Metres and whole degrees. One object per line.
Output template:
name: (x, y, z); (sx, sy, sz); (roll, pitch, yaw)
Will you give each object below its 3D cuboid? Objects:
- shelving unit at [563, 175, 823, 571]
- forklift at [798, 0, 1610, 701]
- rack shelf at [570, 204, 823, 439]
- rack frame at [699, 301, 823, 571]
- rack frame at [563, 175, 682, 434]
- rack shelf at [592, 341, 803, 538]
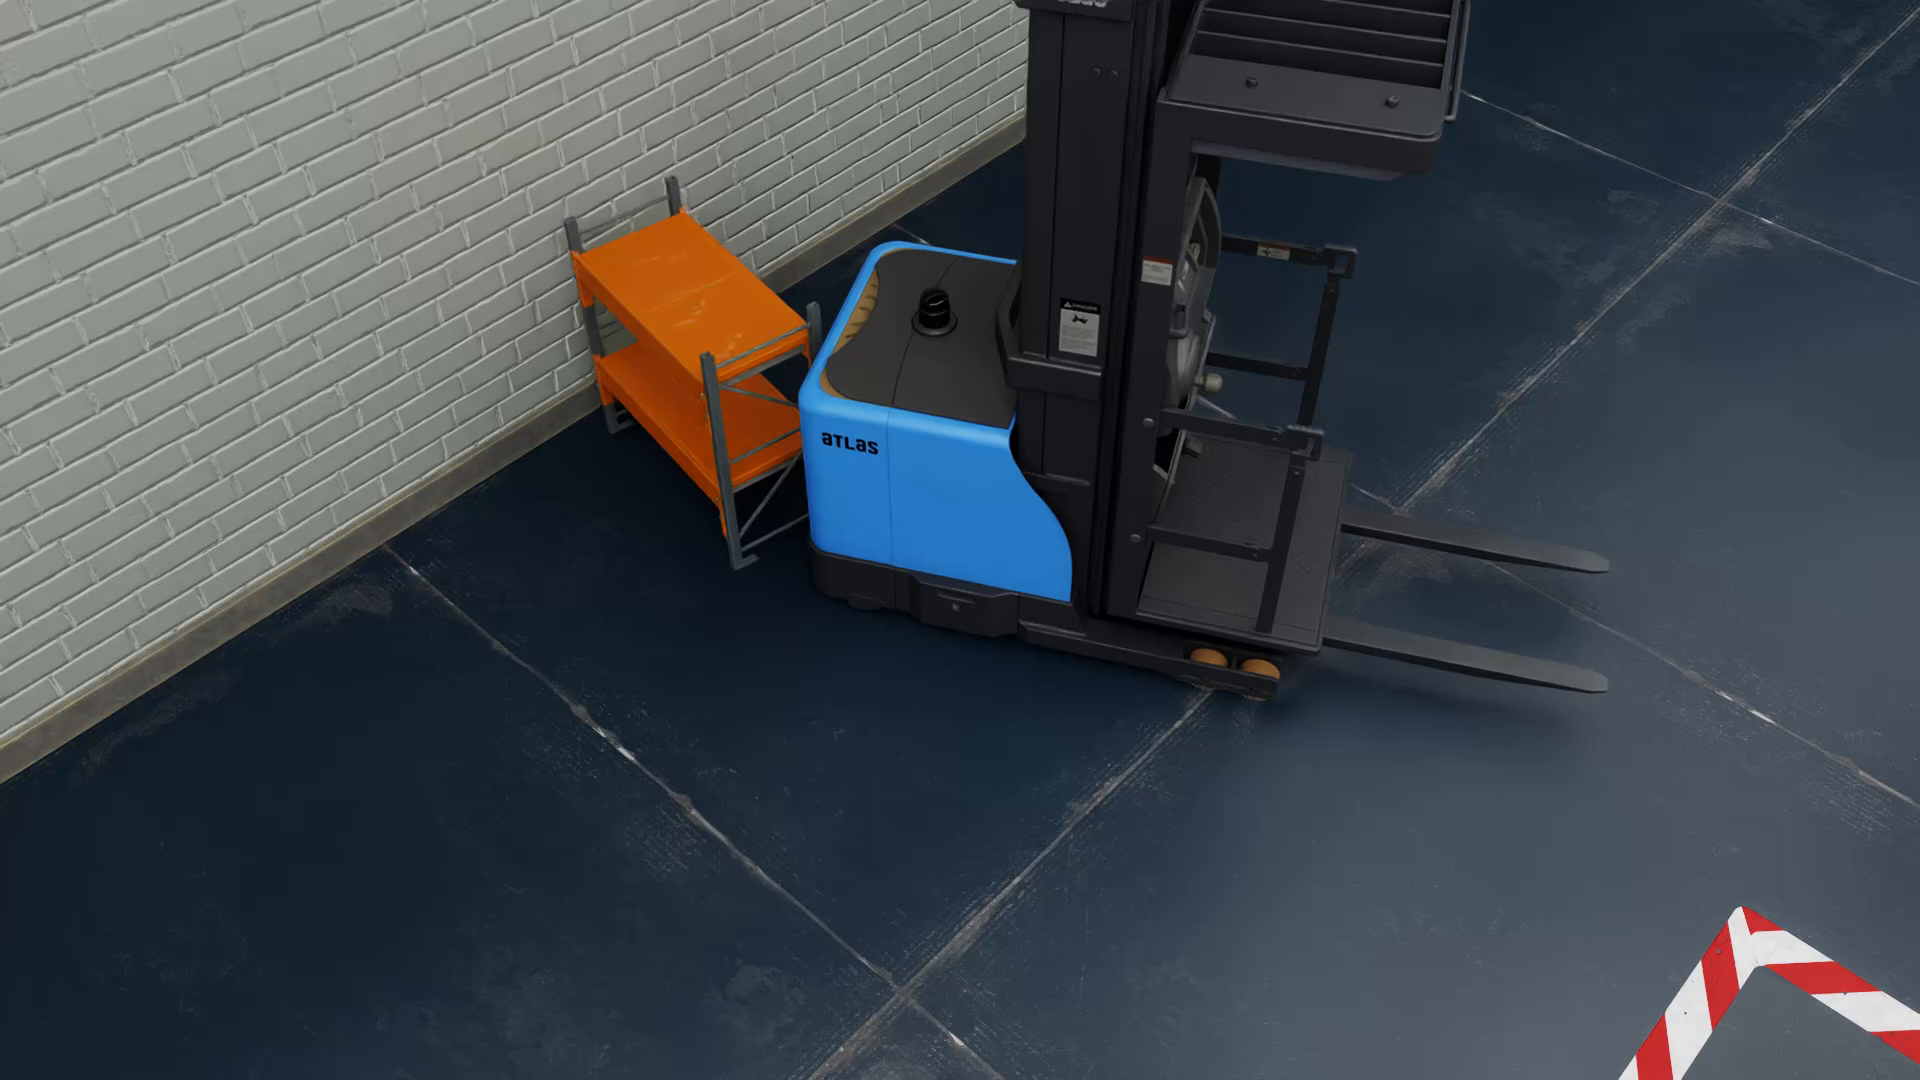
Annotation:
shelving unit: (-1.033, -0.673, 6.719); (0.538, 1.125, 1.048); (-29, 53, -25)
forklift: (0.982, -0.829, 5.626); (3.031, 2.935, 1.130); (11, 48, 10)
rack shelf: (-1.033, -0.873, 6.505); (0.538, 0.278, 1.000); (-29, 53, -25)
rack frame: (-0.724, -0.378, 6.442); (0.500, 1.125, 0.032); (-29, 53, -25)
rack frame: (-1.342, -0.967, 6.995); (0.500, 1.125, 0.032); (-29, 53, -25)
rack shelf: (-1.033, -0.505, 6.897); (0.538, 0.278, 1.000); (-29, 53, -25)
